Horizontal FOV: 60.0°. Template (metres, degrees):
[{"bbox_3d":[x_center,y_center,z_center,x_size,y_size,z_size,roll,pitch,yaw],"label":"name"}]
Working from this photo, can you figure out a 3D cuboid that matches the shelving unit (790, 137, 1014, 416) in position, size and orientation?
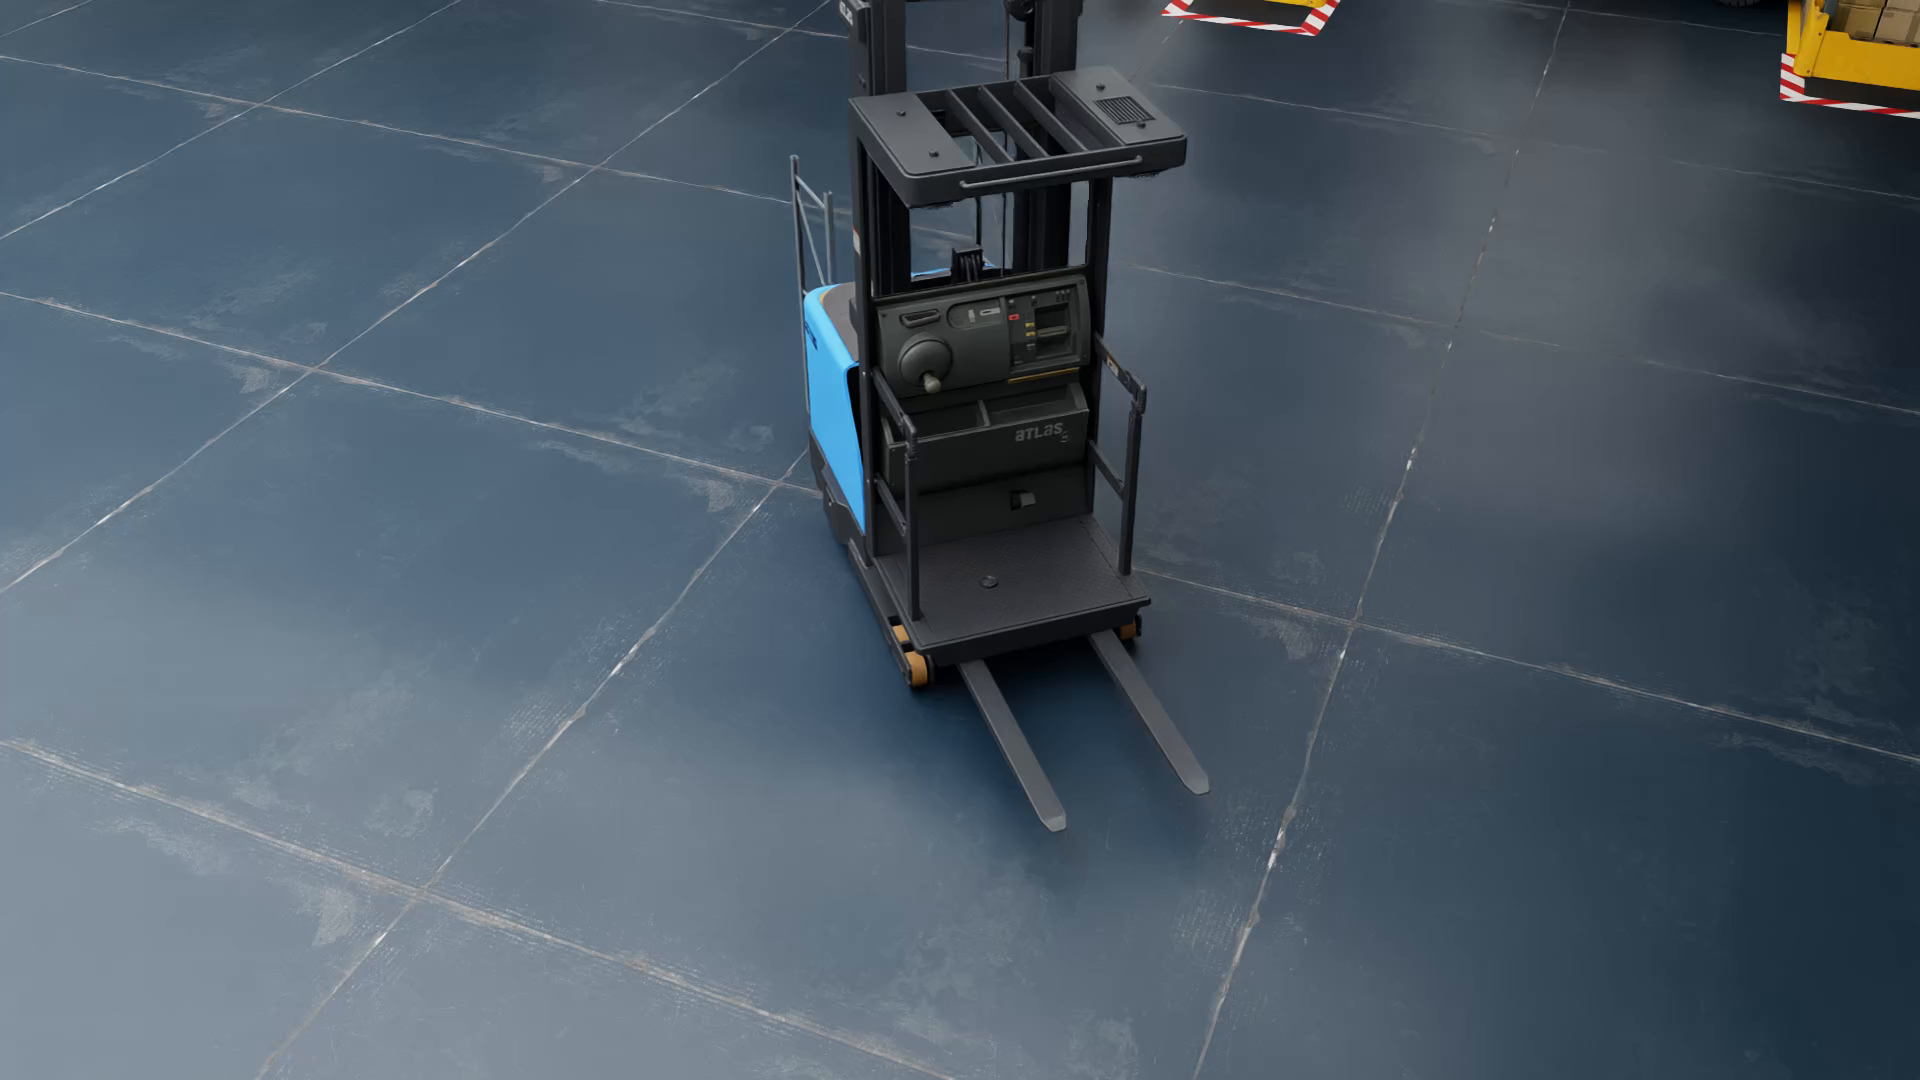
[{"bbox_3d":[-0.270,-1.319,8.761,1.048,1.500,0.538,-16,40,-20],"label":"shelving unit"}]

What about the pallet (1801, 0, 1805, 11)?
[{"bbox_3d":[7.942,-4.856,14.570,1.003,0.211,1.213,14,39,18],"label":"pallet"}]

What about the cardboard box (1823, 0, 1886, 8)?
[{"bbox_3d":[7.121,-4.475,13.259,0.500,0.250,0.500,13,39,17],"label":"cardboard box"}]

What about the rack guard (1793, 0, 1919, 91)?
[{"bbox_3d":[7.215,-3.852,12.986,1.175,0.500,0.348,14,39,18],"label":"rack guard"}]

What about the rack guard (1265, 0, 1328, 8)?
[{"bbox_3d":[2.662,-5.036,14.570,1.175,0.500,0.348,14,39,18],"label":"rack guard"}]

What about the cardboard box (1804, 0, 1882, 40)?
[{"bbox_3d":[7.111,-4.266,13.397,0.500,0.250,0.500,14,39,18],"label":"cardboard box"}]

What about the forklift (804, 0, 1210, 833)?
[{"bbox_3d":[0.182,-0.797,6.868,1.130,2.935,3.031,-12,38,-15],"label":"forklift"}]

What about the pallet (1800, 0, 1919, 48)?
[{"bbox_3d":[7.477,-4.183,13.670,1.003,0.211,1.213,14,39,18],"label":"pallet"}]

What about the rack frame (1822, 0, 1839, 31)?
[{"bbox_3d":[7.225,-4.867,12.256,1.000,3.000,0.127,14,39,18],"label":"rack frame"}]

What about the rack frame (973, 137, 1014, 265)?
[{"bbox_3d":[0.190,-1.448,8.935,0.032,1.500,0.500,-16,40,-20],"label":"rack frame"}]

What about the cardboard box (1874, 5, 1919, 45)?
[{"bbox_3d":[7.592,-4.161,13.257,0.500,0.250,0.500,14,39,18],"label":"cardboard box"}]

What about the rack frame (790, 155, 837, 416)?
[{"bbox_3d":[-0.730,-1.189,8.588,0.032,1.500,0.500,-16,40,-20],"label":"rack frame"}]

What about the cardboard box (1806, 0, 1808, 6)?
[{"bbox_3d":[7.309,-4.539,13.763,0.500,0.250,0.500,14,39,18],"label":"cardboard box"}]

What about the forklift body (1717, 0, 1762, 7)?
[{"bbox_3d":[6.259,-5.992,14.470,2.313,2.155,1.214,14,39,18],"label":"forklift body"}]

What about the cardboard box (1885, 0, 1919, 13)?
[{"bbox_3d":[7.595,-4.347,13.088,0.500,0.250,0.500,15,39,19],"label":"cardboard box"}]
